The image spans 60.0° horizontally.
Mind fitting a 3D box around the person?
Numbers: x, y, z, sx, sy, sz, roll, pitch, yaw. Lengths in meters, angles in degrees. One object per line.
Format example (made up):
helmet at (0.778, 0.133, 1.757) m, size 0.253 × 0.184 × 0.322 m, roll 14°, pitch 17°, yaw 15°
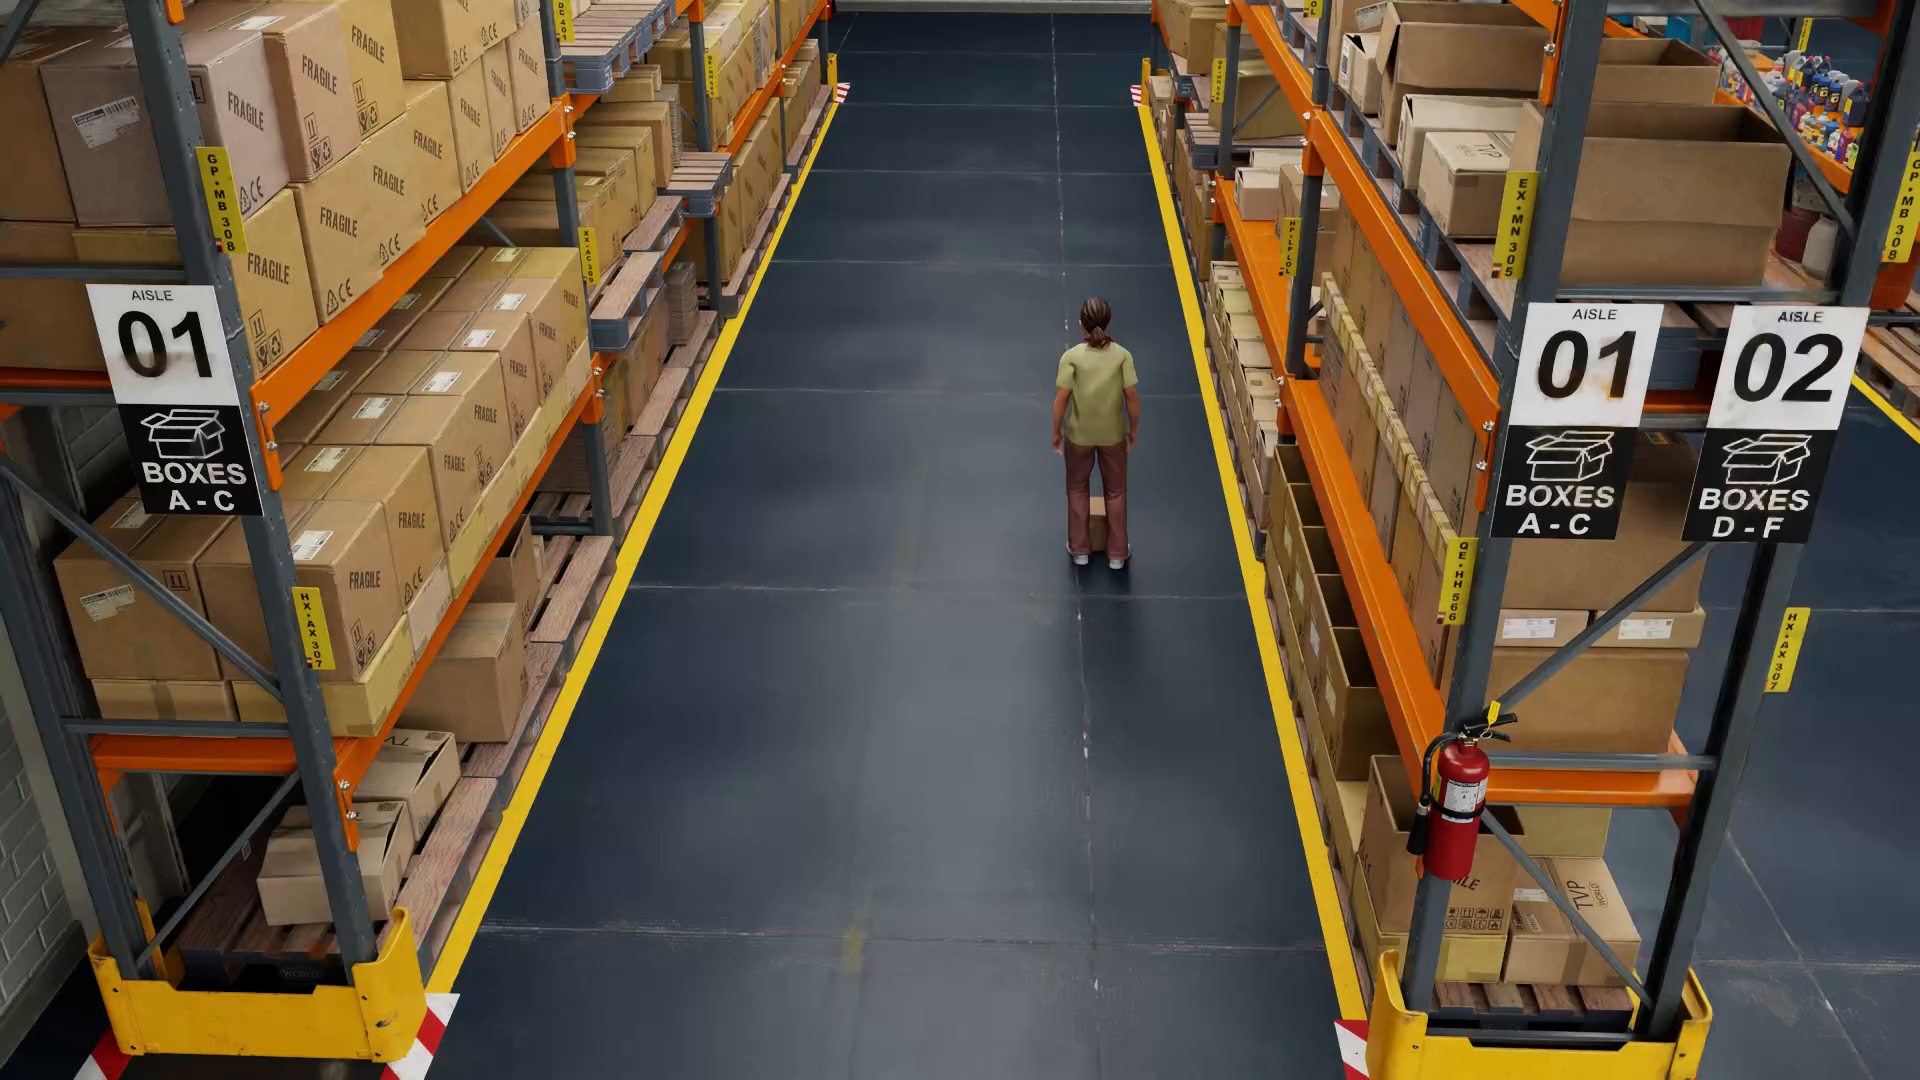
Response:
person at (0.796, -0.624, 9.795) m, size 0.521 × 1.671 × 0.415 m, roll -1°, pitch 28°, yaw -1°
